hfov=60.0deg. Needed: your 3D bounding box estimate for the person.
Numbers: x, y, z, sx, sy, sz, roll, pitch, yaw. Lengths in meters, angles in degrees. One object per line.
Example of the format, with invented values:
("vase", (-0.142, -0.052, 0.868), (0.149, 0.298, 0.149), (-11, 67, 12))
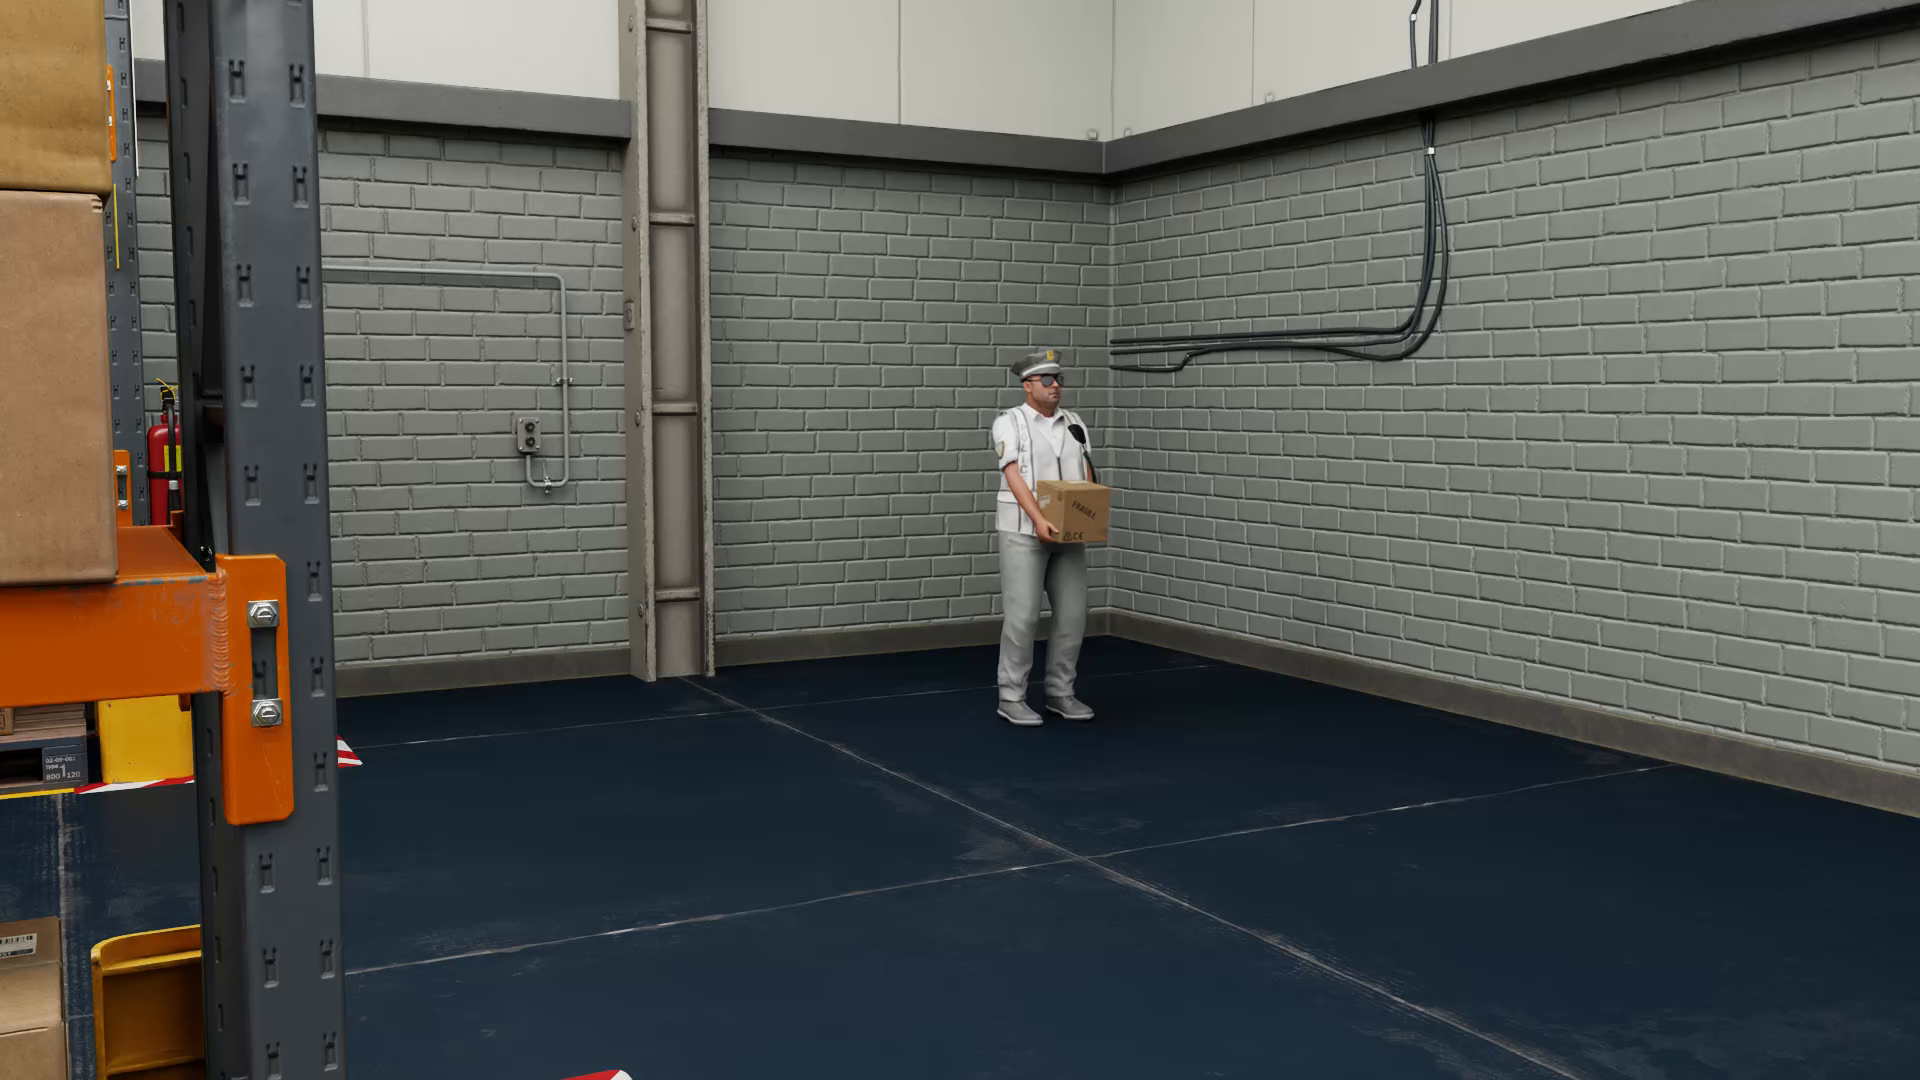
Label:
("person", (0.442, -0.020, 7.854), (0.494, 1.767, 0.563), (-3, 6, -28))
